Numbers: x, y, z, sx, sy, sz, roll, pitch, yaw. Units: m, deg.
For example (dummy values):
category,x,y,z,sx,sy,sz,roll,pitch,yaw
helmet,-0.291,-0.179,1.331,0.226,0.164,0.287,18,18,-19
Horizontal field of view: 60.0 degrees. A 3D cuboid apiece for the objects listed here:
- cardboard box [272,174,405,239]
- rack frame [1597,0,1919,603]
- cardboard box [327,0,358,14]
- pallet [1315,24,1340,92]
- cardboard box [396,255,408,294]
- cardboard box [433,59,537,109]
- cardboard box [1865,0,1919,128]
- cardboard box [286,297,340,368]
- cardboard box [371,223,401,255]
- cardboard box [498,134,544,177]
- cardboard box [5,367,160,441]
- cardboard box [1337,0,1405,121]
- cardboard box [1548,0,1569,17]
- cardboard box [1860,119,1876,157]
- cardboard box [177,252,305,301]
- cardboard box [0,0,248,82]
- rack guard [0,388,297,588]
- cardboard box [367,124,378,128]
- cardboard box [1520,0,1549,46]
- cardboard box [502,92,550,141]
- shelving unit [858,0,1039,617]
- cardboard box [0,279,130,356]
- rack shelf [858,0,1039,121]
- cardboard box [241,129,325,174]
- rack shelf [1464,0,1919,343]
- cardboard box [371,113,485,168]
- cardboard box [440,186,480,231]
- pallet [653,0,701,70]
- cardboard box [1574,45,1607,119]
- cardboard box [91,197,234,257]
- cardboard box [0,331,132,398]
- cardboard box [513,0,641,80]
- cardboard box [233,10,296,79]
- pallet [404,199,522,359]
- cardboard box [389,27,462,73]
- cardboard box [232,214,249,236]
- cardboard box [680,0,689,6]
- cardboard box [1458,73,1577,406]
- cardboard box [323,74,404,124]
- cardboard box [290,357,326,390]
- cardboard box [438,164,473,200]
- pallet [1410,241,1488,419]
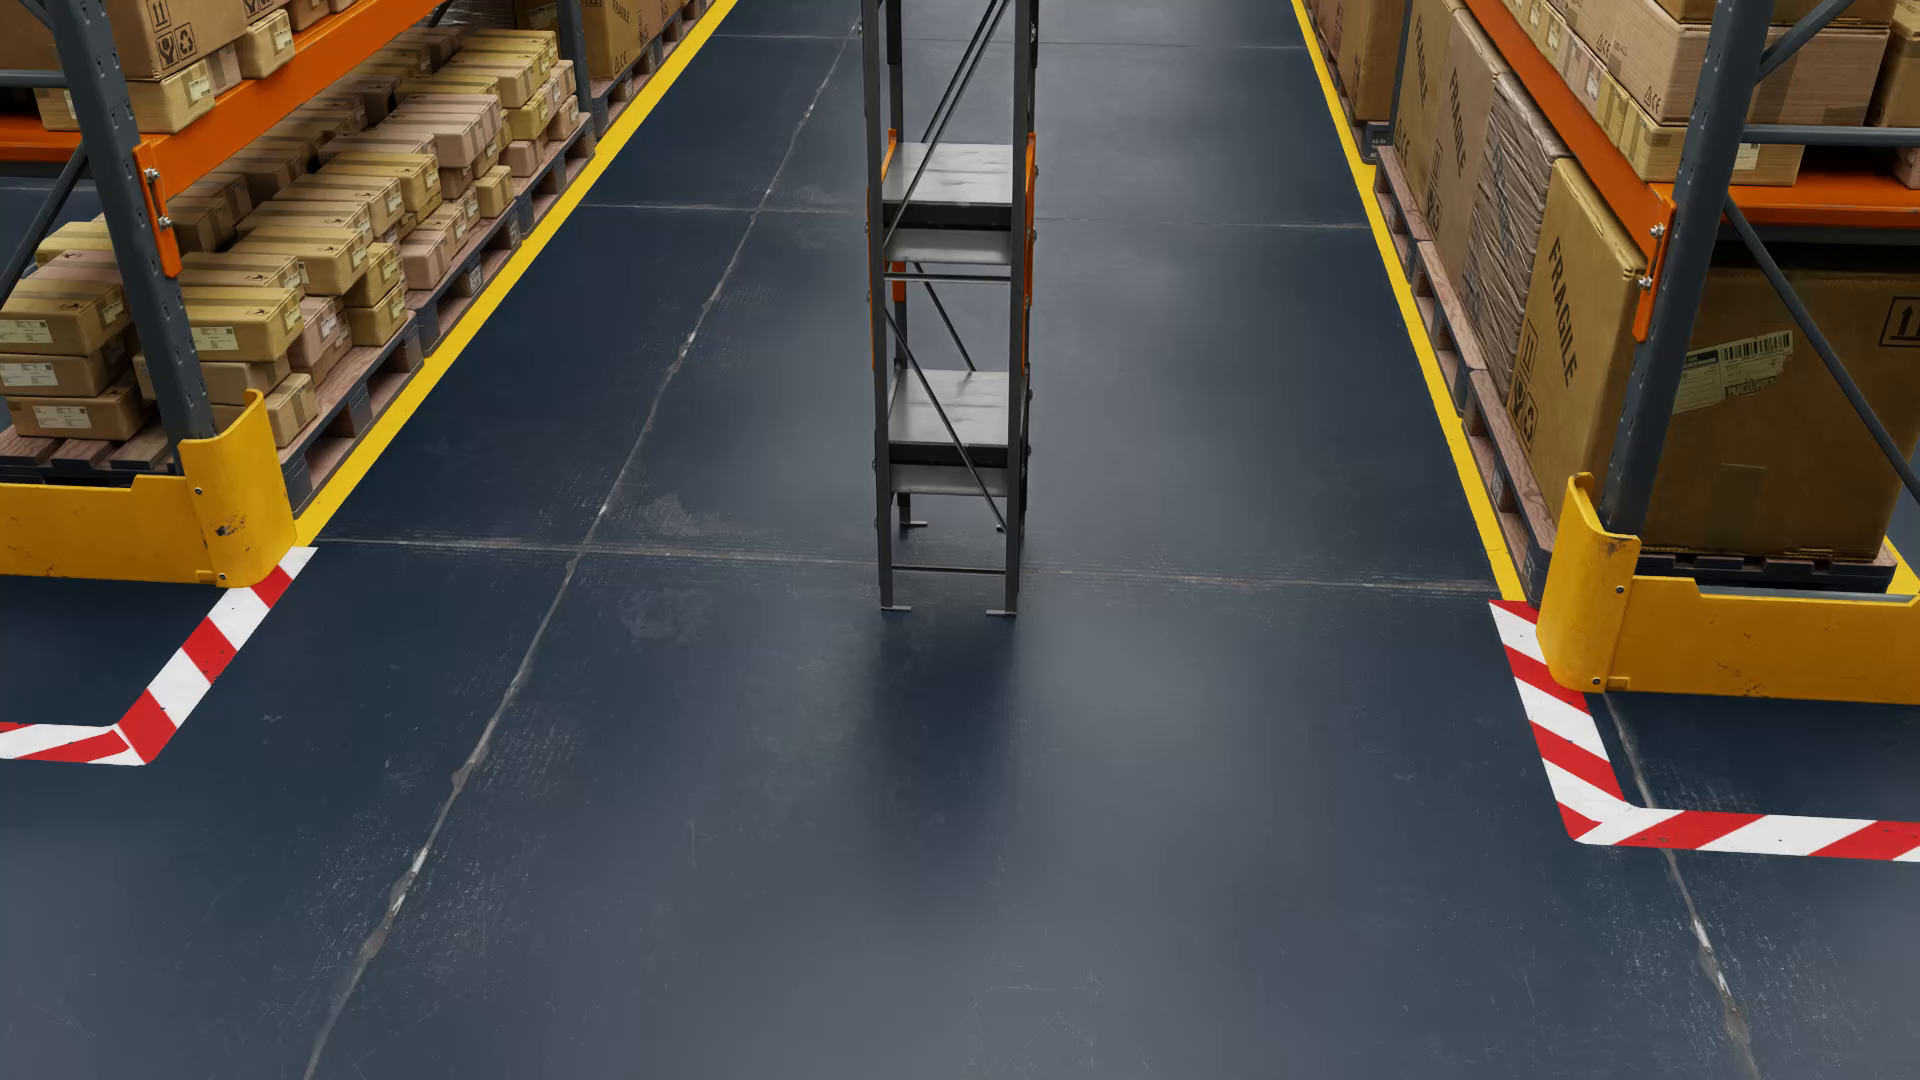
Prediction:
category,x,y,z,sx,sy,sz,roll,pitch,yaw
cardboard box,-2.291,-1.235,6.145,0.380,0.149,0.250,4,32,6
rack frame,2.242,-0.939,3.915,1.000,3.000,0.127,2,32,4
cardboard box,-2.306,-1.935,5.771,0.380,0.149,0.250,2,32,3
pallet,2.652,-2.890,9.738,1.003,0.211,1.213,2,32,4
cardboard box,-2.322,-0.966,6.276,0.380,0.149,0.250,3,32,4
cardboard box,-2.131,-2.051,7.469,0.380,0.149,0.250,2,32,4
cardboard box,2.551,-1.241,4.265,0.500,0.250,0.500,2,32,3
cardboard box,-2.316,-0.699,5.559,0.380,0.149,0.250,2,32,4
cardboard box,-2.328,-1.103,6.215,0.380,0.149,0.250,1,32,2
cardboard box,-2.121,-1.768,7.576,0.380,0.149,0.250,1,32,2
cardboard box,-2.858,-0.453,5.443,0.380,0.149,0.250,3,32,5
cardboard box,2.600,-2.640,8.300,1.225,0.875,0.875,3,32,4
cardboard box,2.100,-1.798,5.168,0.500,0.250,0.500,1,32,2
cardboard box,2.620,-1.138,4.477,0.380,0.149,0.250,2,32,3
cardboard box,-2.409,-0.831,5.489,0.380,0.149,0.250,3,32,5
cardboard box,-2.381,-1.596,4.602,0.500,0.500,0.500,4,32,6
rack guard,-2.687,-0.179,5.064,1.175,0.500,0.348,2,32,4
cardboard box,-2.656,-1.805,7.353,0.380,0.149,0.250,1,32,1
cardboard box,2.045,-1.702,5.392,0.380,0.149,0.250,3,32,4
cardboard box,-2.090,-1.926,7.550,0.380,0.149,0.250,1,32,2
shelving unit,-0.013,-0.807,4.559,0.431,2.100,0.503,2,32,4
cardboard box,-2.902,-0.710,5.293,0.380,0.149,0.250,3,32,5
rack shelf,-0.014,-1.392,4.199,0.431,0.518,0.480,2,32,4
cardboard box,-2.755,-1.526,6.618,0.380,0.149,0.250,3,32,4
rack shelf,2.405,-1.679,5.800,1.077,0.370,4.000,2,32,4
cardboard box,-2.170,-1.631,6.788,0.380,0.149,0.250,1,32,2
cardboard box,-2.232,-1.366,6.925,0.380,0.149,0.250,3,32,5
pallet,-2.209,-3.155,10.168,1.003,0.211,1.213,2,32,4
cardboard box,1.984,-1.300,4.740,0.380,0.149,0.250,3,32,4
cardboard box,-2.846,-1.112,5.946,0.380,0.149,0.250,1,32,2
cardboard box,-2.934,-0.584,5.372,0.380,0.149,0.250,2,32,3
cardboard box,-2.043,-2.785,8.892,0.500,0.500,0.500,4,32,6
cardboard box,-2.285,-1.525,5.106,0.380,0.149,0.250,2,32,3
pallet,-2.483,-1.116,6.859,1.003,0.211,1.213,2,32,4
cardboard box,-2.602,-2.342,7.942,0.380,0.149,0.250,4,32,6
cardboard box,-2.865,-1.127,6.253,0.380,0.149,0.250,3,32,5
cardboard box,-1.907,-3.598,10.211,0.500,0.500,0.500,1,32,2
cardboard box,2.289,-1.027,5.683,0.875,0.875,0.875,2,32,4
cardboard box,-2.653,-1.929,7.271,0.380,0.149,0.250,2,32,3
cardboard box,-2.392,-0.569,5.632,0.380,0.149,0.250,2,32,4
cardboard box,-2.251,-1.526,6.900,0.380,0.149,0.250,1,32,2
pallet,2.331,-0.810,6.362,1.003,0.211,1.213,2,32,4
